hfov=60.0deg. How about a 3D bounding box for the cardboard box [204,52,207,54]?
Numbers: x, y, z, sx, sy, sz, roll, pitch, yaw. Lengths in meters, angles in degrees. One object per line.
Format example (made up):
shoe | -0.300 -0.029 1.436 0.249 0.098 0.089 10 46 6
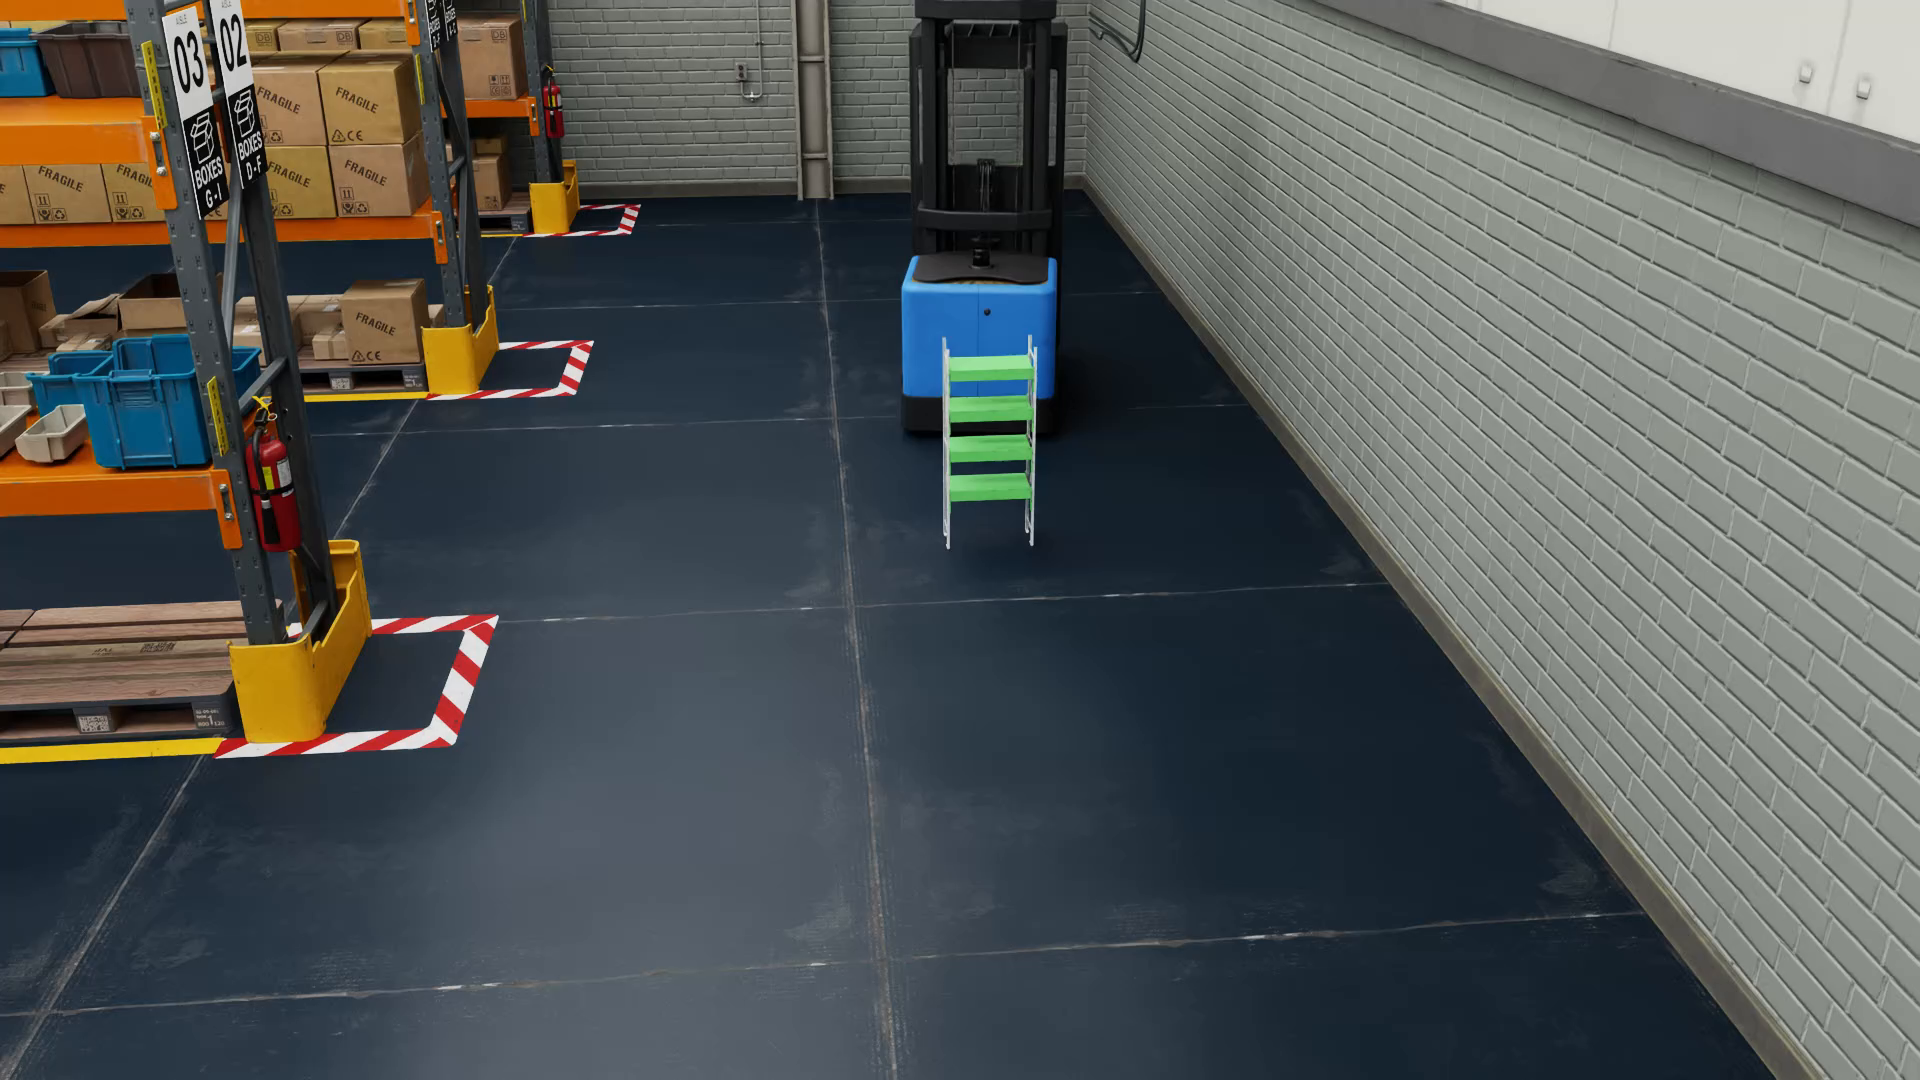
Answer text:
cardboard box | -5.679 -3.199 11.900 0.500 0.500 0.500 -3 24 -6

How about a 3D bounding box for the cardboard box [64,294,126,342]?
cardboard box | -6.383 -1.650 12.539 0.500 0.311 0.500 -2 24 -5

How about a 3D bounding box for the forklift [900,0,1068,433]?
forklift | 0.209 -2.615 12.024 1.130 2.935 3.031 1 24 3

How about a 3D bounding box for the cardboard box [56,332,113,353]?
cardboard box | -6.370 -1.385 12.119 0.250 0.166 0.380 -2 24 -5

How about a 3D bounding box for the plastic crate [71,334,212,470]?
plastic crate | -3.520 -0.623 7.340 0.499 0.435 0.616 -2 24 -5

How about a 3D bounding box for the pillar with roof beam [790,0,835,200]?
pillar with roof beam | -1.154 -6.131 12.465 0.400 9.000 9.100 -2 24 -5

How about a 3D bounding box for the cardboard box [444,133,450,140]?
cardboard box | -5.265 -4.015 16.853 0.250 0.149 0.380 -2 24 -5

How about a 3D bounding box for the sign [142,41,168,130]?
sign | -3.135 -1.769 6.473 0.005 0.325 0.100 -2 24 -5

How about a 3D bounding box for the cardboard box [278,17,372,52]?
cardboard box | -6.168 -4.725 16.317 0.700 0.700 0.980 -3 24 -8

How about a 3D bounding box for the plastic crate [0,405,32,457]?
plastic crate | -4.288 -0.463 7.350 0.243 0.136 0.396 -2 24 -5

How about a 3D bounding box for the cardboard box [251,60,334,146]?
cardboard box | -4.607 -3.023 11.505 0.500 0.500 0.500 -2 24 -4

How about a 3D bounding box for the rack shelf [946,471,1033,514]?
rack shelf | 0.165 -0.277 9.645 0.480 0.148 0.258 -2 24 -5

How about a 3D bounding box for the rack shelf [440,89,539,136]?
rack shelf | -6.169 -4.264 16.535 4.000 0.370 1.077 -2 24 -5

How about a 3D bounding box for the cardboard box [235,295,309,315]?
cardboard box | -5.252 -1.668 12.653 0.500 0.250 0.500 -2 24 -5

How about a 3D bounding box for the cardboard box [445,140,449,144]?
cardboard box | -5.230 -3.861 16.505 0.250 0.149 0.380 -2 24 -4

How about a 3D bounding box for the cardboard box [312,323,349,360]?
cardboard box | -4.617 -1.476 12.323 0.250 0.166 0.380 -2 24 -5

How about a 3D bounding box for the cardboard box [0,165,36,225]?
cardboard box | -6.625 -2.488 11.532 0.500 0.500 0.500 -2 24 -4

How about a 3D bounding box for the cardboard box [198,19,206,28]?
cardboard box | -7.618 -4.665 16.183 0.700 0.700 0.980 -2 24 -4

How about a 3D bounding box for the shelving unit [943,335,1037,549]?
shelving unit | 0.165 -0.555 9.521 0.503 1.200 0.258 -2 24 -5

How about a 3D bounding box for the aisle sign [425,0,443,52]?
aisle sign | -3.590 -3.737 11.264 0.004 0.787 0.394 -2 24 -5

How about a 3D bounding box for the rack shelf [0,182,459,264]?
rack shelf | -5.678 -2.262 12.031 4.000 0.370 1.077 -2 24 -5

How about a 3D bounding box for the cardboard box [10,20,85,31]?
cardboard box | -8.599 -4.924 15.698 0.500 0.250 0.500 -2 24 -4

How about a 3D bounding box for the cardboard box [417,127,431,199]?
cardboard box | -4.155 -2.805 12.244 0.500 0.500 0.500 -2 24 -4

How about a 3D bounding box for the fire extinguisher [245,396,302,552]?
fire extinguisher | -3.010 -0.285 7.251 0.183 0.674 0.296 -2 24 -5

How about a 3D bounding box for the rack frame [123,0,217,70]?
rack frame | -3.205 -3.409 6.341 0.127 3.000 1.000 -2 24 -5

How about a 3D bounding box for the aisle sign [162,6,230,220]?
aisle sign | -3.104 -1.740 6.772 0.004 0.787 0.394 -2 24 -5

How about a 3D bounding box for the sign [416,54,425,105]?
sign | -3.653 -3.119 11.259 0.005 0.325 0.100 -2 24 -5

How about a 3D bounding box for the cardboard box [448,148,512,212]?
cardboard box | -4.865 -3.654 16.838 0.500 0.500 0.700 -2 24 -5

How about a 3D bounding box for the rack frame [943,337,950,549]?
rack frame | -0.078 -0.545 9.499 0.015 1.200 0.240 -2 24 -5

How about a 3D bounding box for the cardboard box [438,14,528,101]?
cardboard box | -4.685 -4.785 16.453 0.700 0.700 0.980 -1 24 -3

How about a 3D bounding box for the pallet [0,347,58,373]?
pallet | -6.985 -1.263 12.332 1.213 0.211 1.003 -2 24 -5

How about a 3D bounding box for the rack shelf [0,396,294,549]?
rack shelf | -5.195 -0.259 7.526 4.000 0.370 1.077 -2 24 -5

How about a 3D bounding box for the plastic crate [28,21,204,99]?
plastic crate | -3.615 -2.076 7.196 0.590 0.269 0.497 -2 24 -5

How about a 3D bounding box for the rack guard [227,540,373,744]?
rack guard | -3.182 0.468 8.081 0.348 0.500 1.175 -2 24 -5

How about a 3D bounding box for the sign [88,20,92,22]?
sign | -8.096 -4.787 15.498 0.005 0.325 0.100 -2 24 -5

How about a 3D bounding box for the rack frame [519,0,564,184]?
rack frame | -4.179 -4.672 16.569 0.127 3.000 1.000 -2 24 -5

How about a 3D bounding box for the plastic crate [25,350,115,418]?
plastic crate | -4.138 -0.716 7.800 0.300 0.233 0.416 -2 24 -5

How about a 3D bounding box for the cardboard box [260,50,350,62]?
cardboard box | -4.675 -3.238 11.987 0.500 0.500 0.500 -2 24 -5

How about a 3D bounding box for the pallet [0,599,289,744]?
pallet | -4.029 0.624 8.087 1.213 0.211 1.003 -2 24 -5

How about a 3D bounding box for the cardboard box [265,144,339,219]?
cardboard box | -4.623 -2.566 11.707 0.500 0.500 0.500 -2 24 -5

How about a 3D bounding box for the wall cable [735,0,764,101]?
wall cable | -2.997 -5.570 17.338 1.851 1.984 0.084 -2 24 -5

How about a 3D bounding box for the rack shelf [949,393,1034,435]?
rack shelf | 0.165 -0.716 9.450 0.480 0.148 0.258 -2 24 -5

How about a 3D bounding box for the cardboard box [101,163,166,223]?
cardboard box | -5.621 -2.528 11.622 0.500 0.500 0.500 -3 24 -6

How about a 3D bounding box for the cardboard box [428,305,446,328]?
cardboard box | -4.138 -1.691 12.829 0.250 0.149 0.380 -2 24 -5

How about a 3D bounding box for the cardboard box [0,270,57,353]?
cardboard box | -7.130 -1.707 12.433 0.500 0.500 0.500 -2 24 -5
